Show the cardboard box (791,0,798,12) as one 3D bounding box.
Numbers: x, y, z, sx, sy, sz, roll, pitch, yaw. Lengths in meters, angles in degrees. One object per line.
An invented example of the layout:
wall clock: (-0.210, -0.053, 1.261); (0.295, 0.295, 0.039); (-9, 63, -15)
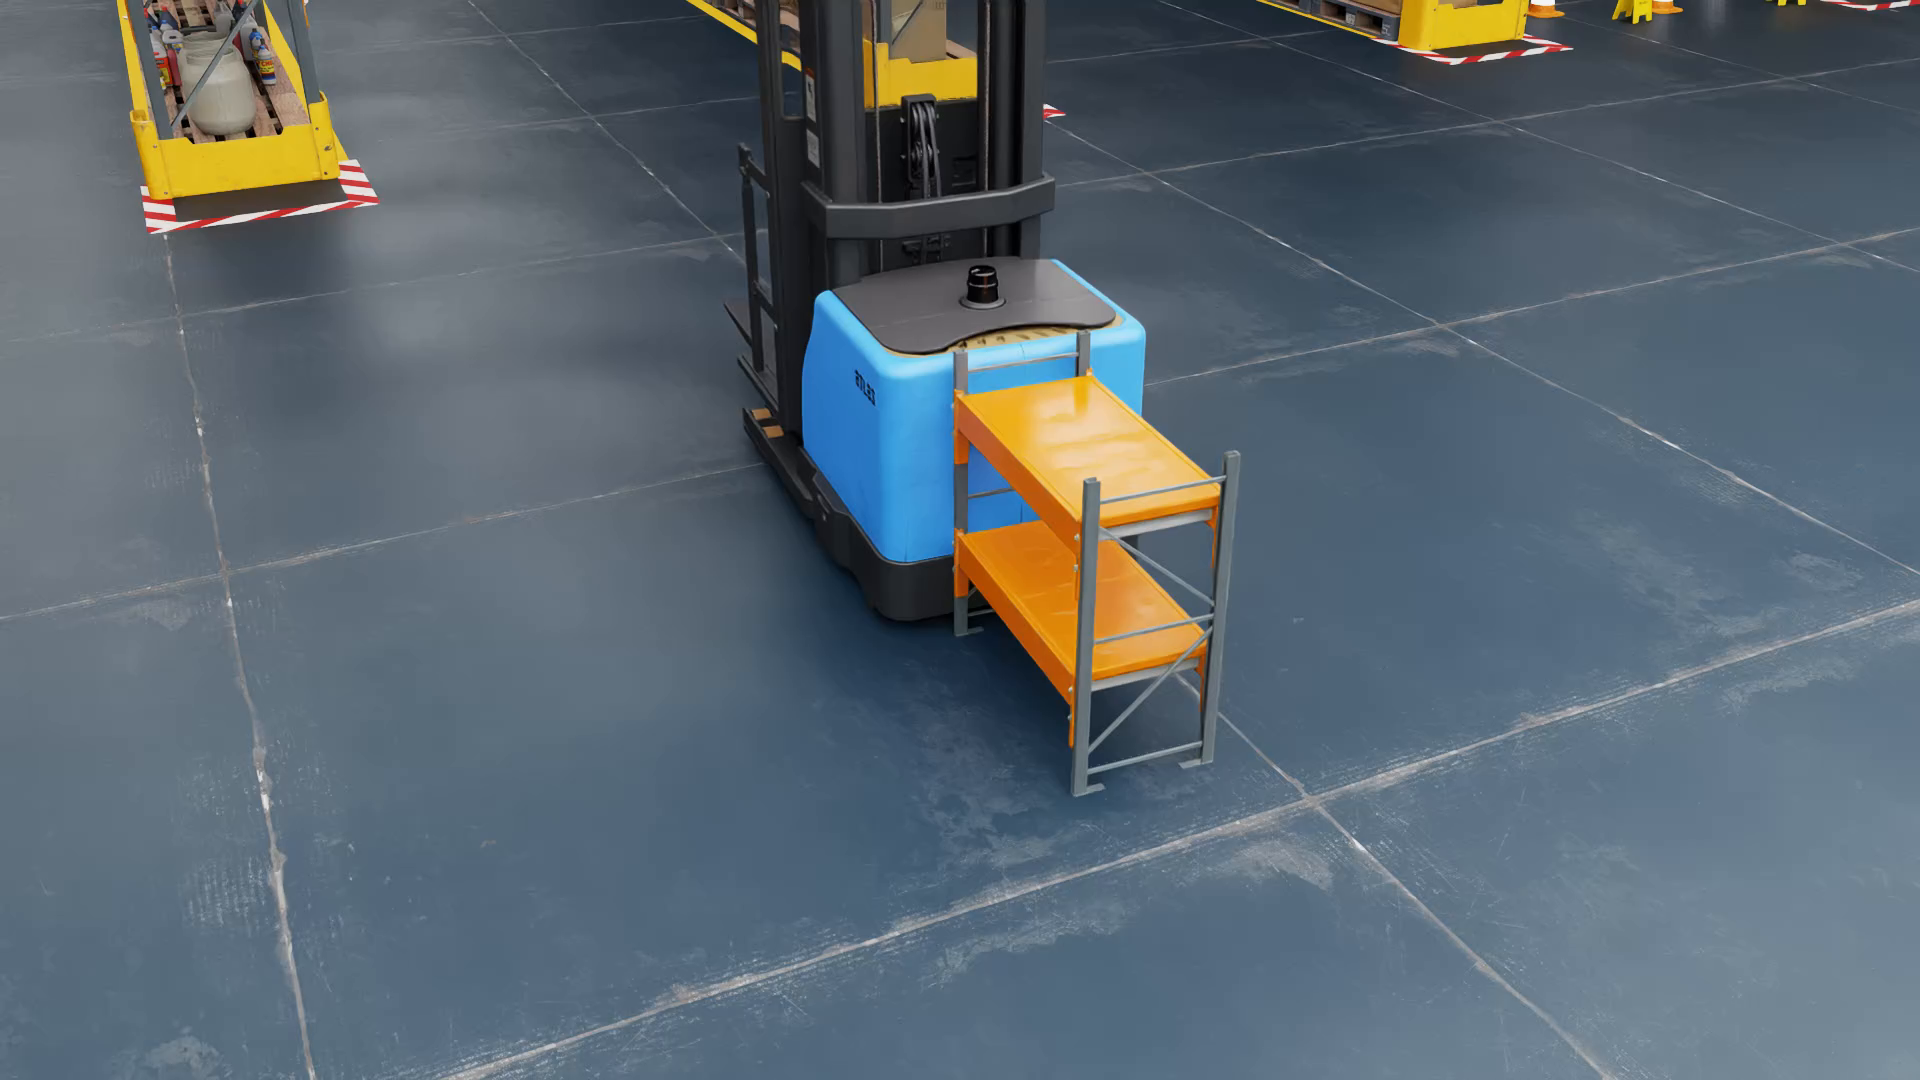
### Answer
cardboard box: (-1.149, -4.851, 14.460); (0.500, 0.500, 0.500); (-16, 33, -26)

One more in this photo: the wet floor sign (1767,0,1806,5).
wet floor sign: (7.908, -5.430, 15.775); (0.267, 0.644, 0.232); (-3, 29, -5)

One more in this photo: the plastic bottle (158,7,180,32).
plastic bottle: (-6.246, -4.035, 13.138); (0.144, 0.351, 0.185); (-13, 32, -22)

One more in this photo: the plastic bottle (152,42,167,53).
plastic bottle: (-5.958, -3.547, 12.343); (0.152, 0.276, 0.135); (-14, 32, -23)

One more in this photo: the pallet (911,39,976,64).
pallet: (-0.507, -3.869, 13.433); (1.003, 0.211, 1.213); (-13, 32, -22)

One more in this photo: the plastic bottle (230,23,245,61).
plastic bottle: (-5.620, -3.873, 12.917); (0.061, 0.283, 0.133); (-13, 32, -22)

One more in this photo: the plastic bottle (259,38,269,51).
plastic bottle: (-5.208, -3.622, 12.471); (0.061, 0.283, 0.133); (-13, 32, -21)

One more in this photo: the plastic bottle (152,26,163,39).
plastic bottle: (-6.198, -3.830, 12.853); (0.097, 0.271, 0.097); (0, 29, 0)

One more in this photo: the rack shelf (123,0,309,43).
rack shelf: (-5.489, -4.215, 11.935); (1.077, 0.370, 4.000); (-13, 32, -22)

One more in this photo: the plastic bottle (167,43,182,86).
plastic bottle: (-5.803, -3.511, 12.272); (0.061, 0.283, 0.133); (-13, 32, -22)

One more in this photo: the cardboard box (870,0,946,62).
cardboard box: (-0.410, -4.057, 13.045); (0.500, 0.500, 0.500); (-7, 30, -13)

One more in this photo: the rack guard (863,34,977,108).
rack guard: (-0.190, -3.628, 12.710); (1.175, 0.500, 0.348); (-13, 32, -22)

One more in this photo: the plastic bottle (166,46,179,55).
plastic bottle: (-5.943, -3.631, 12.570); (0.097, 0.201, 0.097); (0, 29, 0)

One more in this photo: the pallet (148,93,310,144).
pallet: (-5.050, -2.813, 11.550); (1.003, 0.211, 1.213); (-13, 32, -22)

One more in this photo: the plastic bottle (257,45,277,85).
plastic bottle: (-5.128, -3.513, 12.288); (0.097, 0.271, 0.097); (0, 29, 0)

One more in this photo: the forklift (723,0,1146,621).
forklift: (-0.332, -1.686, 6.760); (1.130, 2.935, 3.031); (-11, 31, -19)

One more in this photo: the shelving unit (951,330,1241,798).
shelving unit: (0.402, 0.046, 5.517); (0.538, 1.125, 1.048); (-11, 31, -19)

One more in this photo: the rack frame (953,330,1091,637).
rack frame: (0.214, -0.184, 5.929); (0.500, 1.125, 0.032); (-11, 31, -19)

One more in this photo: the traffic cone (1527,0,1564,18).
traffic cone: (5.420, -5.108, 15.386); (0.336, 0.463, 0.334); (-13, 32, -22)

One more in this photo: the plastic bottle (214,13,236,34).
plastic bottle: (-5.852, -4.065, 13.267); (0.152, 0.276, 0.135); (-13, 32, -22)

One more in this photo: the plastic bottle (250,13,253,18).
plastic bottle: (-5.621, -4.047, 13.228); (0.061, 0.283, 0.133); (-11, 31, -19)

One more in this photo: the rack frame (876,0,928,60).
rack frame: (-0.157, -4.685, 12.038); (1.000, 3.000, 0.127); (-13, 32, -22)

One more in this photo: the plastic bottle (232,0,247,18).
plastic bottle: (-5.811, -4.225, 13.476); (0.144, 0.351, 0.185); (-14, 32, -23)

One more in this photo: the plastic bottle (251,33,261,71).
plastic bottle: (-5.318, -3.709, 12.637); (0.097, 0.271, 0.097); (0, 29, 0)

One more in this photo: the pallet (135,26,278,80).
pallet: (-6.097, -3.890, 13.472); (1.003, 0.211, 1.213); (-13, 32, -22)

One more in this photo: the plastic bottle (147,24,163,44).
plastic bottle: (-6.113, -3.734, 12.600); (0.144, 0.351, 0.185); (-13, 32, -22)

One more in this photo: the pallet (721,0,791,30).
pallet: (-1.554, -4.947, 15.356); (1.003, 0.211, 1.213); (-13, 32, -22)

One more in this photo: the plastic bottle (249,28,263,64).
plastic bottle: (-5.405, -3.798, 12.797); (0.097, 0.271, 0.097); (0, 29, 0)

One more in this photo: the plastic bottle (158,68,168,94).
plastic bottle: (-5.815, -3.336, 12.043); (0.097, 0.201, 0.097); (0, 29, 0)

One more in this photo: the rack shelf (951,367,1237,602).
rack shelf: (0.402, -0.209, 5.374); (0.538, 0.278, 1.000); (-11, 31, -19)

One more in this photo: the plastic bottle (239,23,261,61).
plastic bottle: (-5.524, -3.892, 12.959); (0.152, 0.276, 0.135); (-12, 32, -21)

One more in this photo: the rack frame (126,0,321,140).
rack frame: (-4.631, -3.645, 10.184); (1.000, 3.000, 0.127); (-13, 32, -22)

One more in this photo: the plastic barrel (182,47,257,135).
plastic barrel: (-4.982, -3.018, 11.179); (0.421, 0.512, 0.421); (0, 29, 0)

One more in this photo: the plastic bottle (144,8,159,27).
plastic bottle: (-6.376, -4.005, 13.084); (0.144, 0.351, 0.185); (-12, 32, -21)

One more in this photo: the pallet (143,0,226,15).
pallet: (-7.248, -5.074, 15.583); (1.003, 0.211, 1.213); (-13, 32, -22)

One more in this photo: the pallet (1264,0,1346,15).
pallet: (3.432, -5.341, 16.058); (1.003, 0.211, 1.213); (-13, 32, -22)
